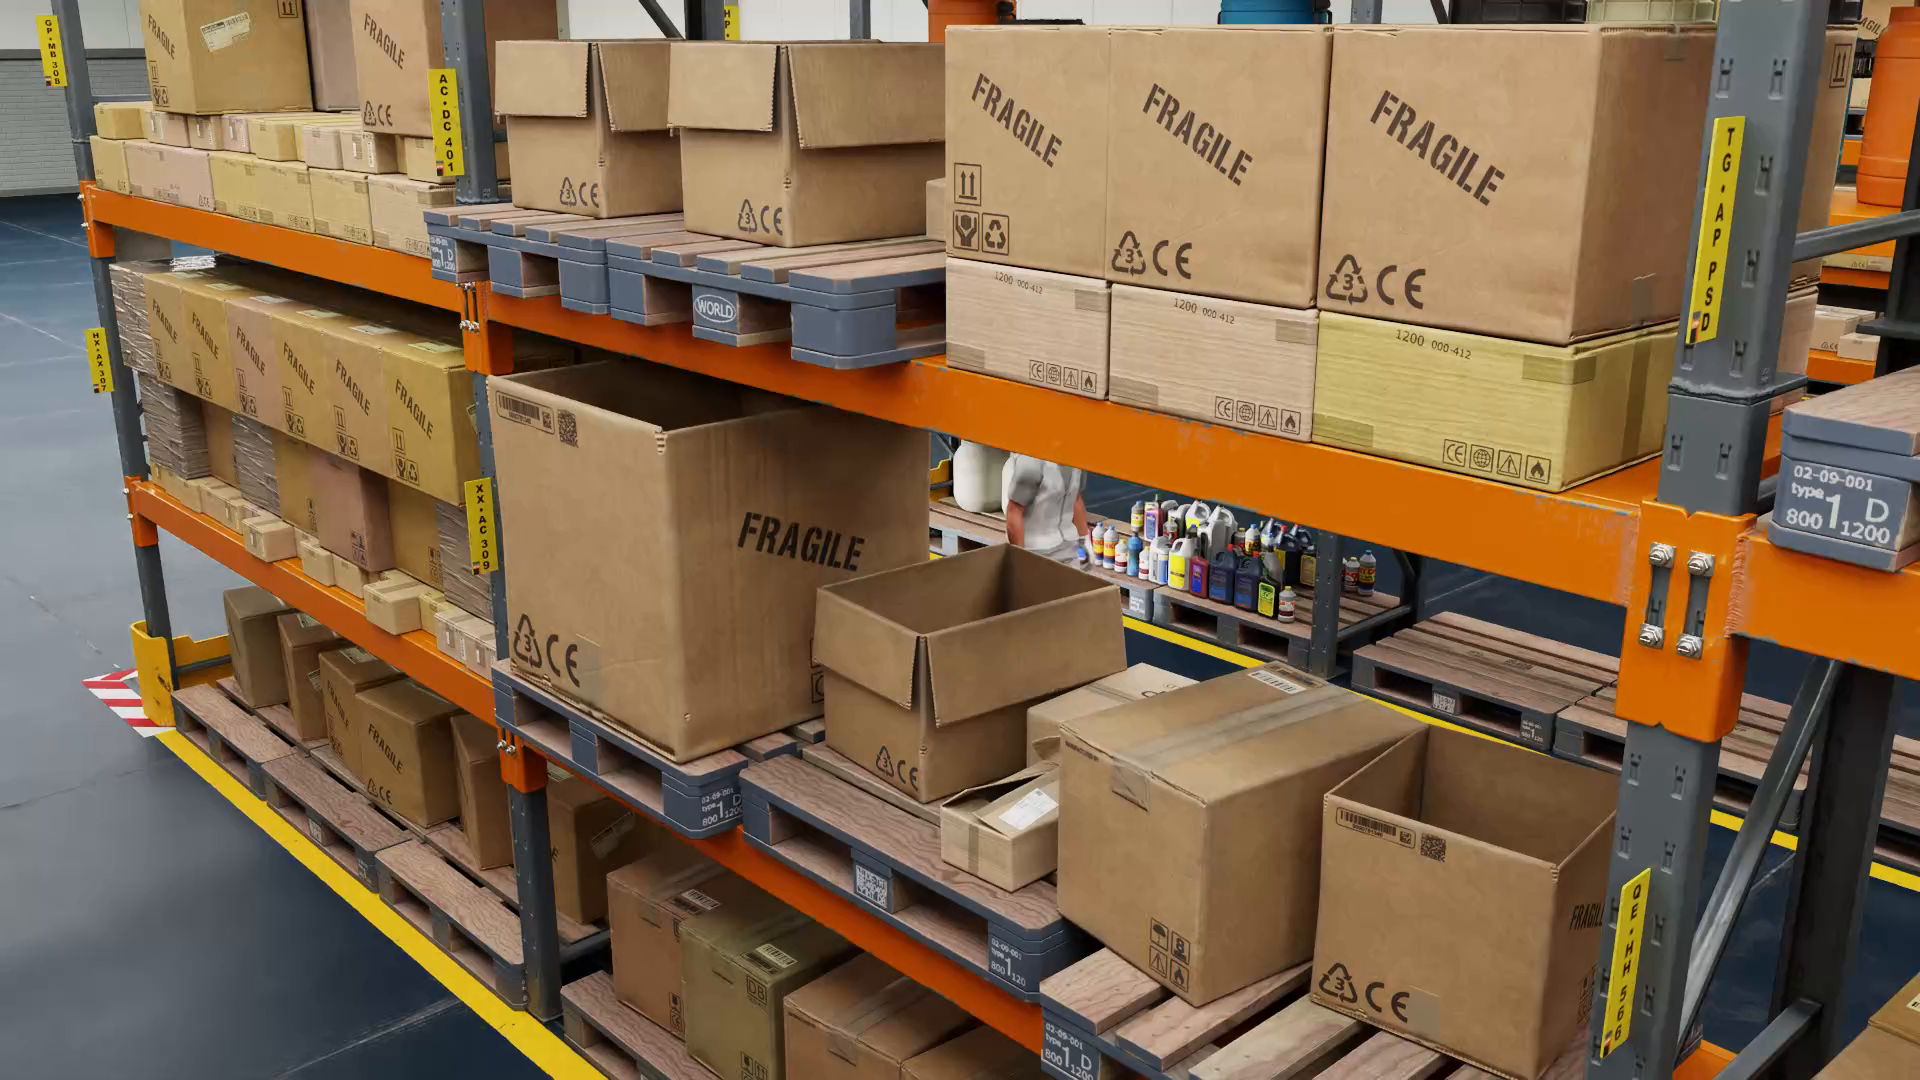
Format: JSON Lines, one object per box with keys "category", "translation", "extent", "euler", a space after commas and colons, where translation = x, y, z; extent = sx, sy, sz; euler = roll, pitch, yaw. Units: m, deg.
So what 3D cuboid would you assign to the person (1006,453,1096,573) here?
{"category": "person", "translation": [0.482, 0.077, 8.767], "extent": [0.445, 1.781, 0.622], "euler": [16, 23, 42]}
